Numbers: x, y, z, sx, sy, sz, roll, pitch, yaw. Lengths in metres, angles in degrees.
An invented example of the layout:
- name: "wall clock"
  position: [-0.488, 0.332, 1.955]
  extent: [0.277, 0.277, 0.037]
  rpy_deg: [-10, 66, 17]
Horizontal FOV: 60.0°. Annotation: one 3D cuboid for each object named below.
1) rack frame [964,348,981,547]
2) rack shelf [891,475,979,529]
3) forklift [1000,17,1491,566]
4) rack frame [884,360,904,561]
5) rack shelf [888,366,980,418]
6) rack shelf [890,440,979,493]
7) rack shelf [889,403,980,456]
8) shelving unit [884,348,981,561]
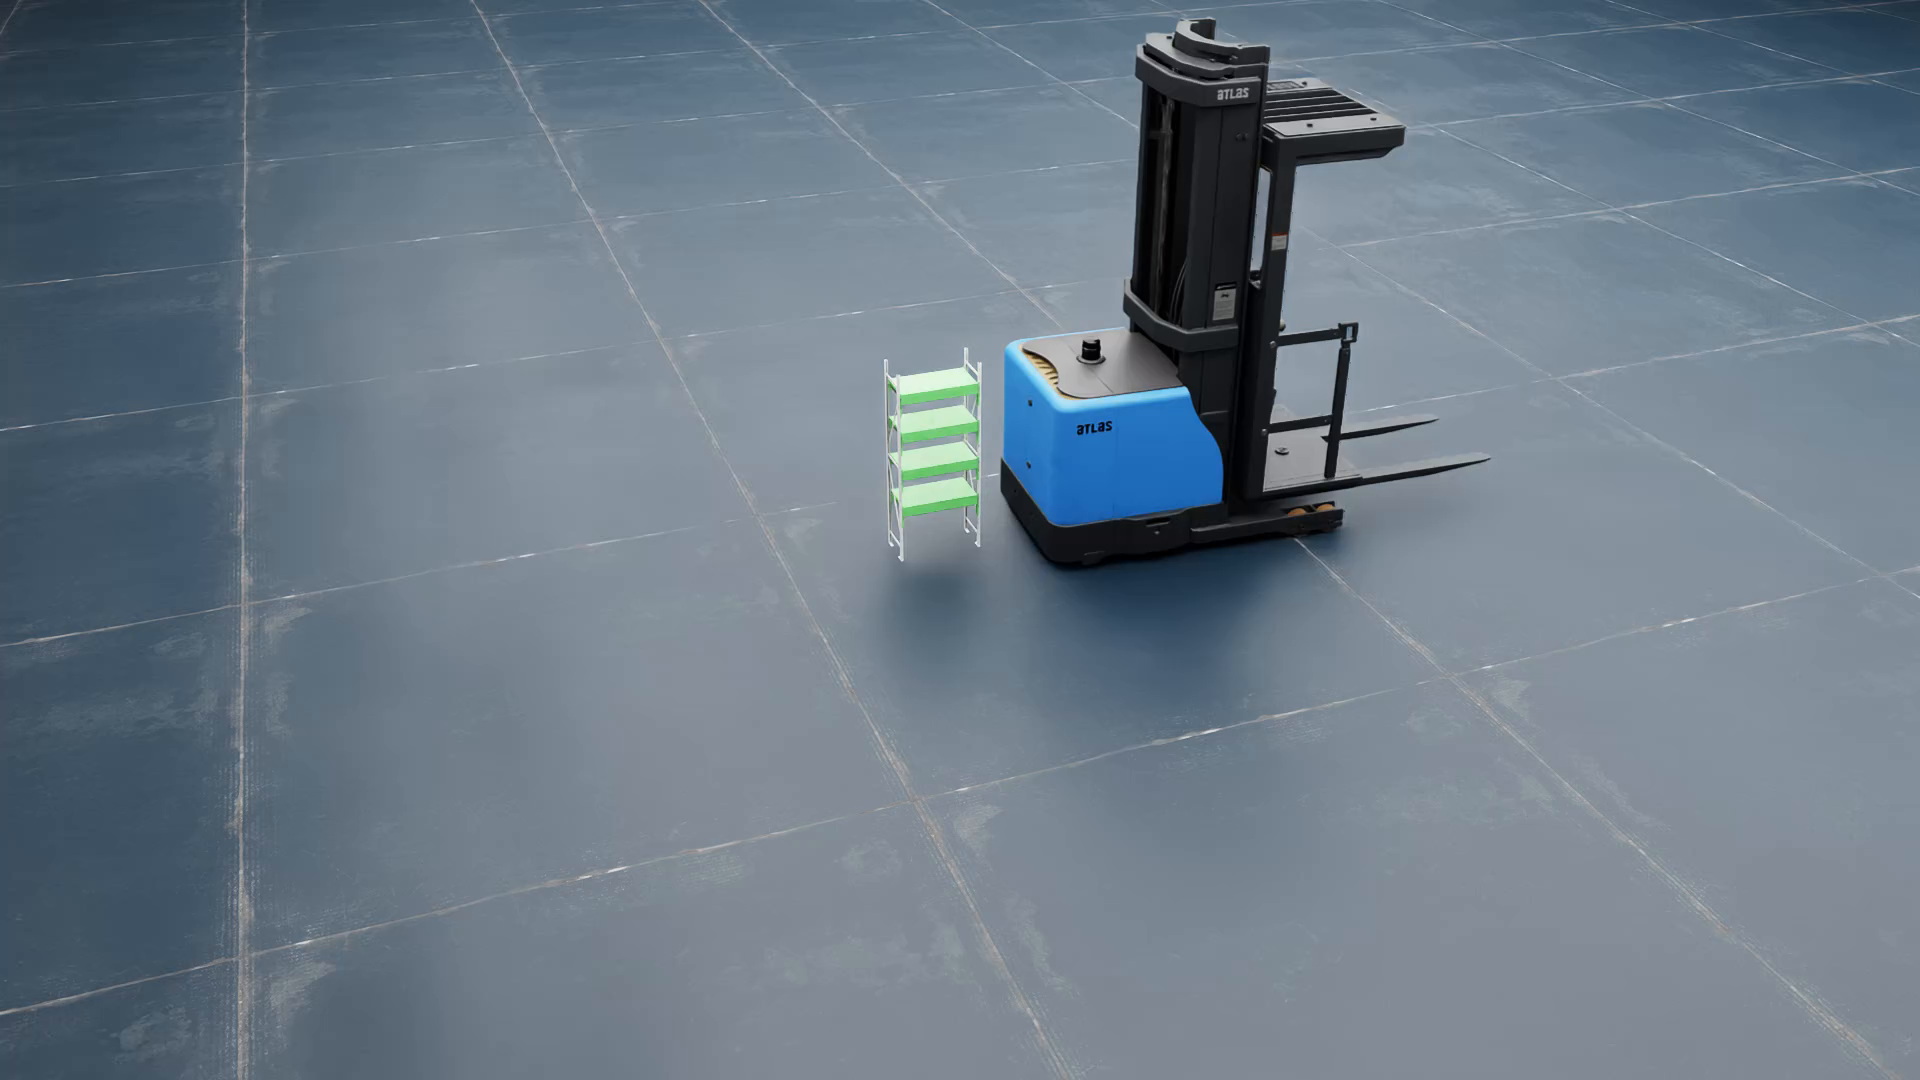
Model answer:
- name: "rack frame"
  position: [0.074, -0.535, 9.827]
  extent: [0.015, 1.200, 0.240]
  rpy_deg: [-10, 31, -18]
- name: "rack shelf"
  position: [-0.155, -0.229, 9.904]
  extent: [0.480, 0.148, 0.258]
  rpy_deg: [-10, 31, -18]
- name: "forklift"
  position: [1.831, -1.536, 9.835]
  extent: [3.031, 2.935, 1.130]
  rpy_deg: [-9, 31, -15]
- name: "rack frame"
  position: [-0.384, -0.451, 9.679]
  extent: [0.015, 1.200, 0.240]
  rpy_deg: [-10, 31, -18]
- name: "rack shelf"
  position: [-0.155, -0.854, 9.547]
  extent: [0.480, 0.148, 0.258]
  rpy_deg: [-10, 31, -18]
- name: "rack shelf"
  position: [-0.155, -0.437, 9.785]
  extent: [0.480, 0.148, 0.258]
  rpy_deg: [-10, 31, -18]
- name: "rack shelf"
  position: [-0.155, -0.646, 9.666]
  extent: [0.480, 0.148, 0.258]
  rpy_deg: [-10, 31, -18]
- name: "shelving unit"
  position: [-0.155, -0.493, 9.753]
  extent: [0.503, 1.200, 0.258]
  rpy_deg: [-10, 31, -18]
